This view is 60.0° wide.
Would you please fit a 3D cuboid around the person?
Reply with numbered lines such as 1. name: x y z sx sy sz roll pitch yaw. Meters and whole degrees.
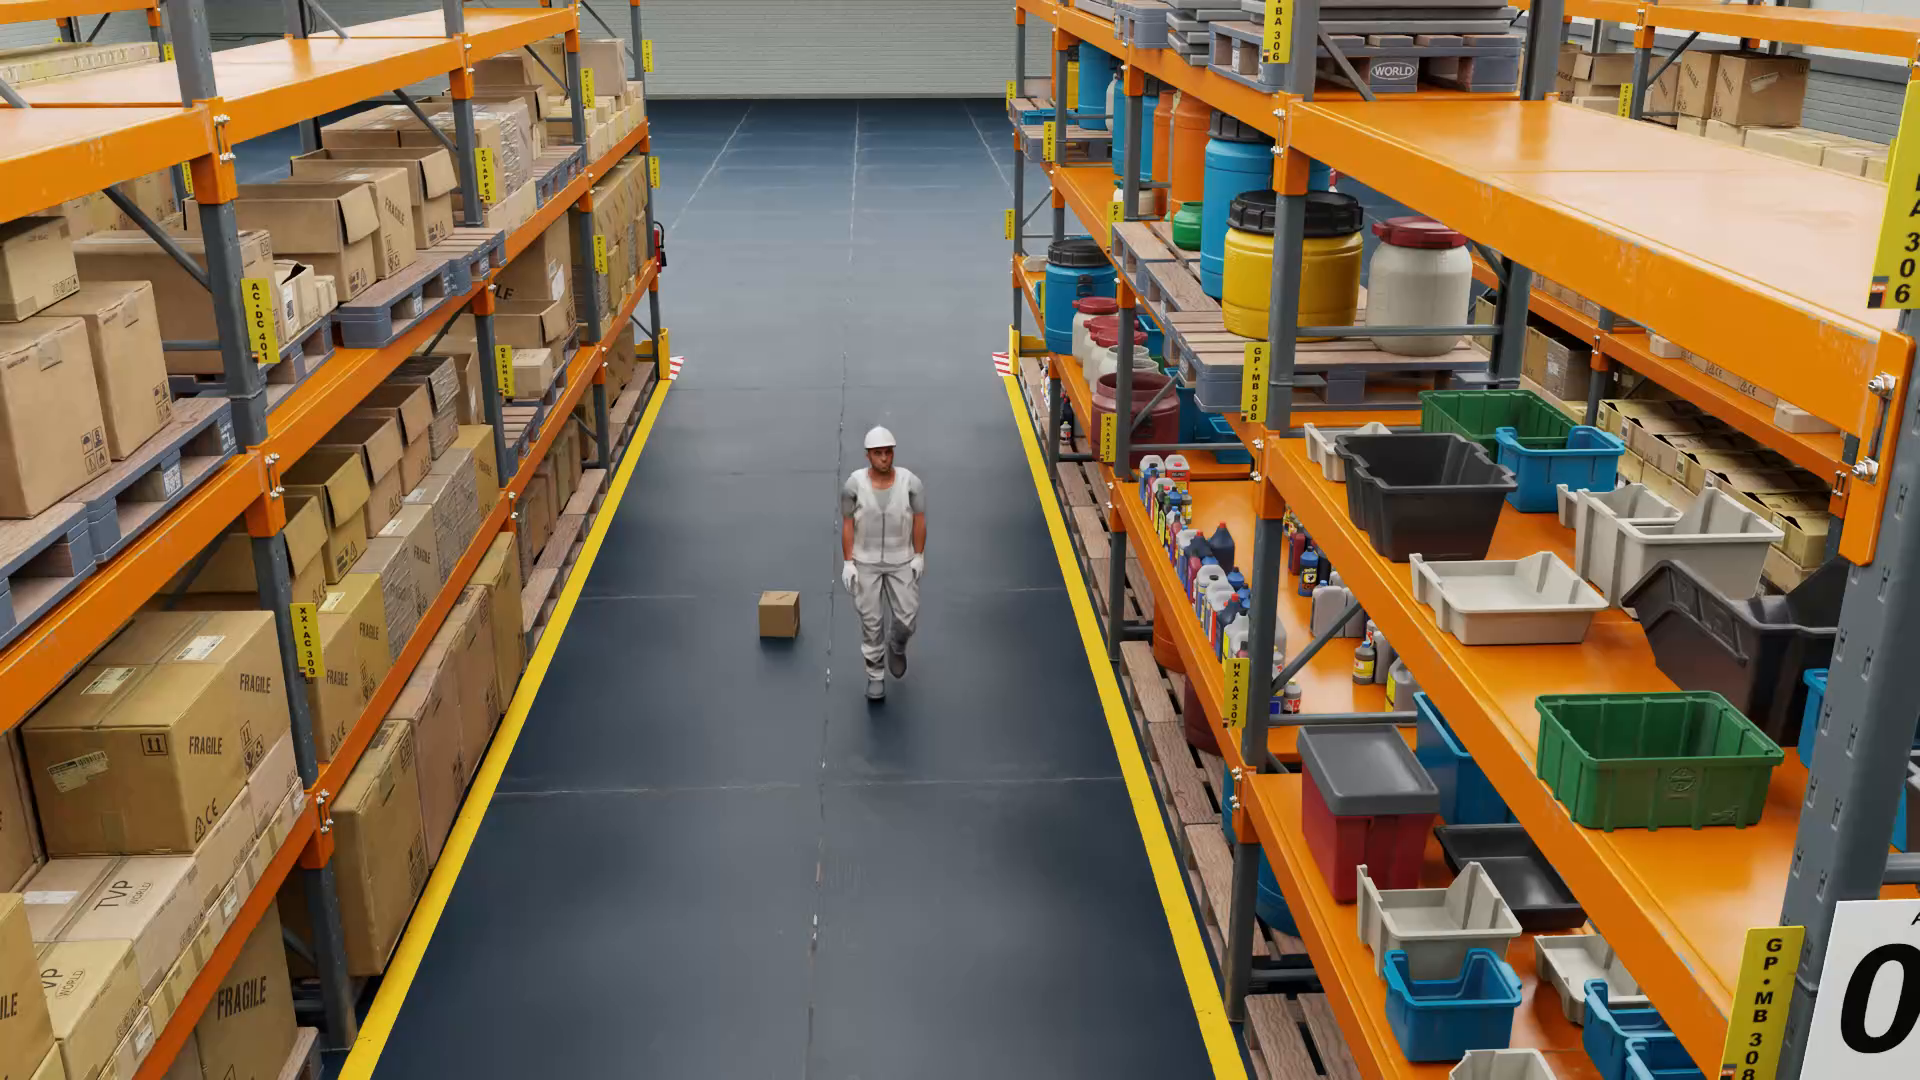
1. person: -0.484 0.137 10.596 0.544 1.780 0.478 -2 20 -5
